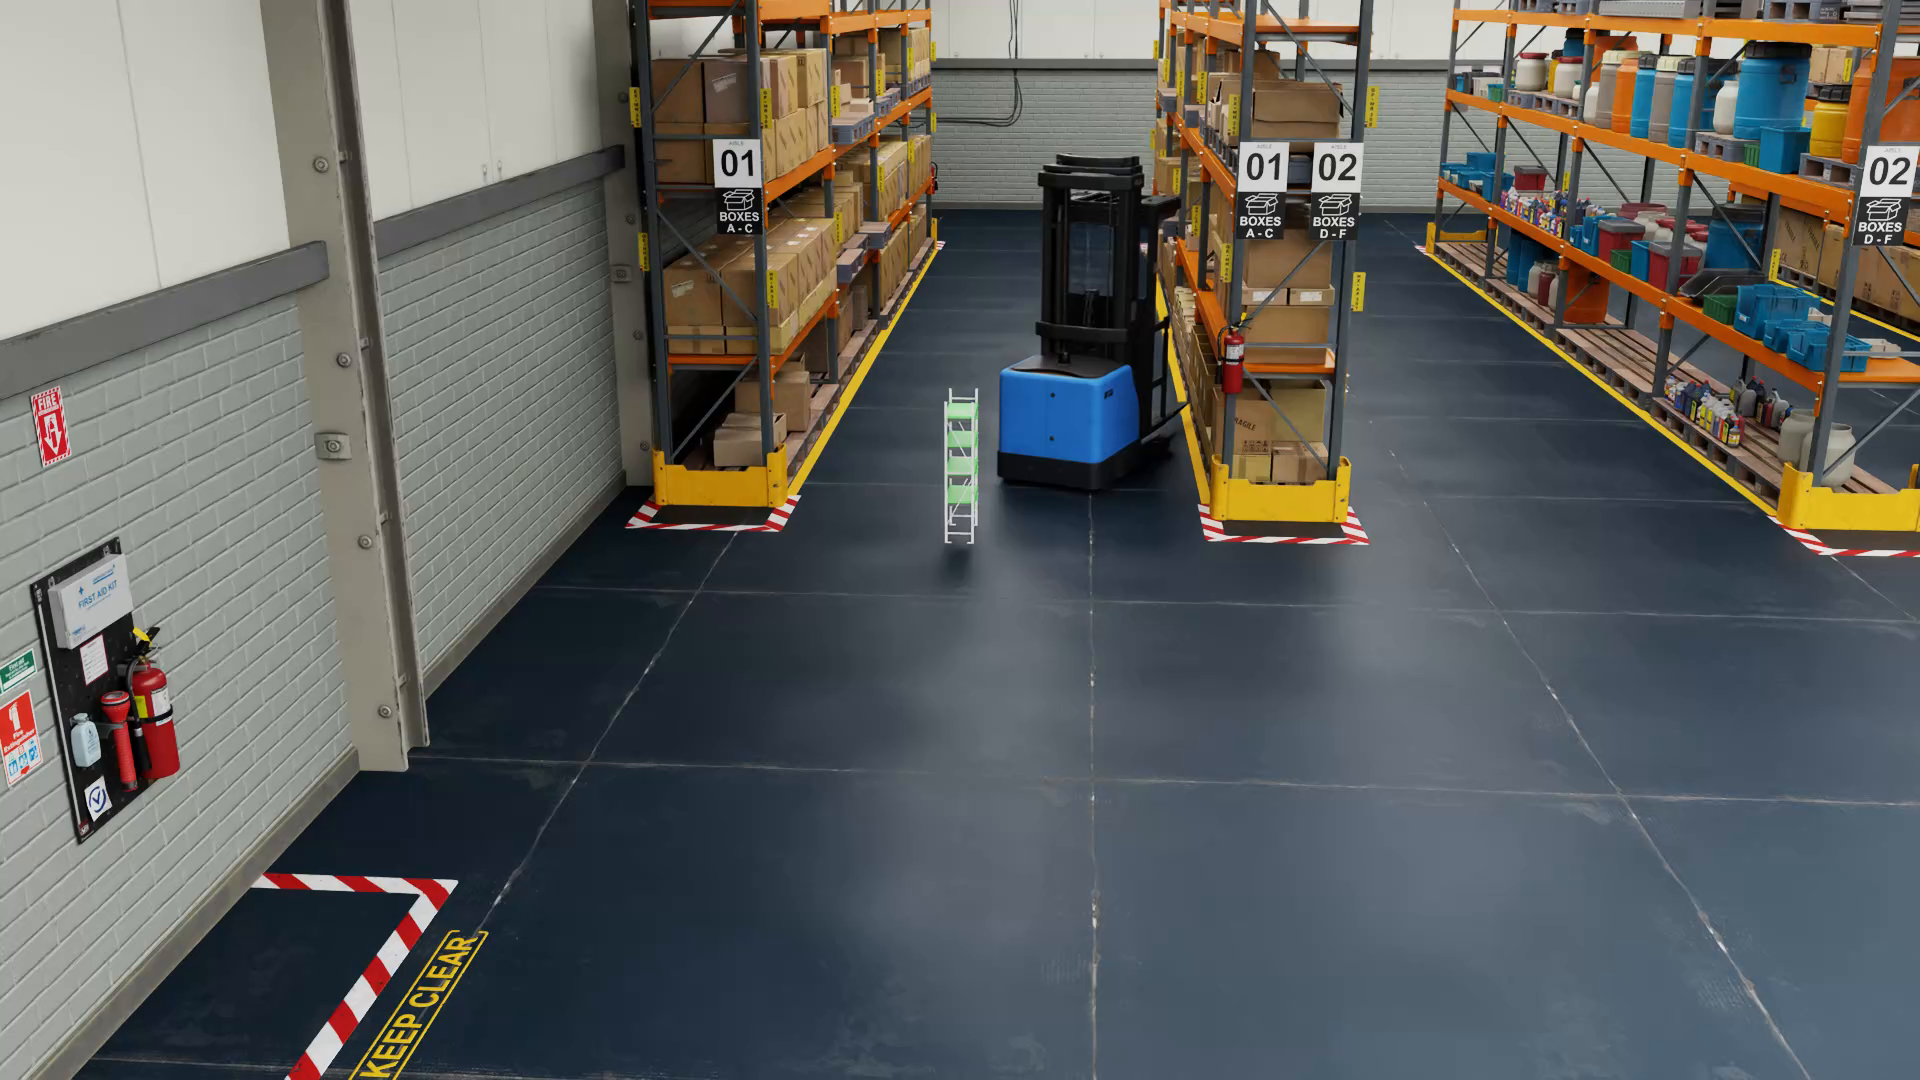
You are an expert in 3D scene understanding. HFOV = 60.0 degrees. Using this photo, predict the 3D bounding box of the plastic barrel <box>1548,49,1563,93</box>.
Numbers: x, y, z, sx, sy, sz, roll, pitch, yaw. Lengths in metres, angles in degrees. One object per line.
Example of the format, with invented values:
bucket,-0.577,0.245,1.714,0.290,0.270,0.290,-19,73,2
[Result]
plastic barrel,8.721,-6.689,23.725,0.600,0.588,0.600,0,18,0

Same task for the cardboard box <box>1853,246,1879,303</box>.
cardboard box,13.435,-3.865,23.639,1.225,0.875,0.875,1,18,2

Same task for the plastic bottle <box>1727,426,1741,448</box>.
plastic bottle,7.418,-0.995,15.930,0.097,0.201,0.097,0,18,0

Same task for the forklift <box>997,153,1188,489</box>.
forklift,1.452,-2.268,16.138,1.130,2.935,3.031,9,20,25

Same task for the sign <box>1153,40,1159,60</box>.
sign,3.389,-8.469,28.732,0.100,0.325,0.005,1,18,4

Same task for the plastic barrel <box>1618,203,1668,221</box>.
plastic barrel,8.566,-3.934,20.893,0.600,0.536,0.708,1,18,4

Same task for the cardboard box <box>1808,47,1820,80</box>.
cardboard box,13.743,-7.442,26.006,0.700,0.500,0.500,2,18,6

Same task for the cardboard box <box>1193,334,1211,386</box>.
cardboard box,2.697,-1.846,17.278,0.500,0.500,0.500,1,18,4

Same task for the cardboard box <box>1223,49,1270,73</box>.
cardboard box,3.172,-5.168,18.422,0.500,0.500,0.500,3,18,9

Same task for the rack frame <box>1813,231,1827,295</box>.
rack frame,13.524,-5.152,24.829,1.000,3.000,0.127,1,18,4

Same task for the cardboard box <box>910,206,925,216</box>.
cardboard box,-0.806,-5.703,28.808,0.380,0.149,0.250,2,18,5

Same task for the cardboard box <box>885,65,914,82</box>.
cardboard box,-0.985,-7.294,25.953,0.500,0.250,0.500,1,18,4

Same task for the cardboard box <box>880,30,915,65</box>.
cardboard box,-0.966,-7.656,25.856,0.500,0.500,0.500,1,18,3

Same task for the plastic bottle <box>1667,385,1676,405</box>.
plastic bottle,7.543,-1.536,17.582,0.097,0.201,0.097,0,18,0

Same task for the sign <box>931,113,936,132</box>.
sign,-0.470,-7.372,29.365,0.100,0.325,0.005,1,18,4

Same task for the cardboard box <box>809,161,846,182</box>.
cardboard box,-1.810,-4.943,22.315,0.500,0.250,0.500,2,18,5

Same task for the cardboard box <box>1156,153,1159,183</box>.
cardboard box,3.565,-6.216,27.915,0.500,0.500,0.500,1,18,4

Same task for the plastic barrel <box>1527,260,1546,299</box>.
plastic barrel,8.348,-3.718,23.773,0.421,0.512,0.421,0,18,0

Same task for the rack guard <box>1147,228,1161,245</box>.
rack guard,3.925,-5.405,29.616,1.175,0.500,0.348,1,18,4

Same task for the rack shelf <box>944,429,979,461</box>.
rack shelf,0.012,-0.789,13.838,0.258,0.148,0.480,1,18,4

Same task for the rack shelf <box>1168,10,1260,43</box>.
rack shelf,3.501,-7.072,22.851,1.077,0.370,4.000,1,18,4

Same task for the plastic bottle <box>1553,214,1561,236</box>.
plastic bottle,7.918,-4.172,22.024,0.061,0.283,0.133,1,18,4

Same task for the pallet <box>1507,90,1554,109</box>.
pallet,8.626,-6.352,23.979,1.213,0.211,1.003,1,18,4

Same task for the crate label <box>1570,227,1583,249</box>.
crate label,7.893,-3.818,21.027,0.303,0.233,0.416,1,18,4

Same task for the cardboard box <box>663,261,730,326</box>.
cardboard box,-2.336,-2.202,14.832,0.500,0.500,0.500,1,18,3

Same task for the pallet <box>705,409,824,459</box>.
pallet,-1.968,-1.085,16.894,1.003,0.211,1.213,1,18,4

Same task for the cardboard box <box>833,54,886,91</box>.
cardboard box,-1.445,-6.720,23.931,0.700,0.500,0.500,1,18,3

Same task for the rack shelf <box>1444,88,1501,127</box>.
rack shelf,8.728,-6.967,26.707,1.077,0.370,4.000,1,18,4

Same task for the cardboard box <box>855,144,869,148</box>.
cardboard box,-1.621,-5.739,24.745,0.500,0.250,0.500,1,18,5

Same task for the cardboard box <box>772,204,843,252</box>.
cardboard box,-1.753,-3.586,19.183,0.700,0.500,0.500,3,18,10

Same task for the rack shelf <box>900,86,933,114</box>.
rack shelf,-1.154,-7.188,27.381,1.077,0.370,4.000,1,18,4

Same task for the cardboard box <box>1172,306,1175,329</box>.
cardboard box,3.027,-2.869,21.602,0.500,0.250,0.500,1,18,4

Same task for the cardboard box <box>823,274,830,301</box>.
cardboard box,-1.646,-2.629,17.337,0.500,0.250,0.500,1,18,4

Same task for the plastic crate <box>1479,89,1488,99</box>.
plastic crate,8.296,-6.966,25.971,0.293,0.136,0.466,1,18,4

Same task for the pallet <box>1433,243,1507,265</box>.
pallet,8.773,-4.924,28.612,1.003,0.211,1.213,1,18,4

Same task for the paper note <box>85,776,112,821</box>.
paper note,-3.697,1.109,7.137,0.016,0.148,0.142,1,18,4

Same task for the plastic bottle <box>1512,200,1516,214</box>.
plastic bottle,8.102,-4.854,24.237,0.097,0.201,0.097,0,18,0

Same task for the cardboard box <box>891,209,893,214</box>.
cardboard box,-1.174,-4.869,24.336,0.380,0.149,0.250,1,18,2

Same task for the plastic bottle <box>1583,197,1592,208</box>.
plastic bottle,8.766,-4.604,23.236,0.144,0.351,0.185,1,18,4

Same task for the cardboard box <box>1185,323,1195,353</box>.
cardboard box,2.845,-2.343,19.097,0.500,0.311,0.500,2,18,5

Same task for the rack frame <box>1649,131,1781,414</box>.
rack frame,8.011,-2.778,17.583,1.000,3.000,0.127,1,18,4

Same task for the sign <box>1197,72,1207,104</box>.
sign,2.528,-4.719,17.355,0.100,0.325,0.005,1,18,4

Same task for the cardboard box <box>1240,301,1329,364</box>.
cardboard box,2.830,-1.839,14.559,0.700,0.500,0.500,1,18,4

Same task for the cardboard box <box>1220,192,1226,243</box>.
cardboard box,3.010,-3.259,16.807,0.700,0.500,0.500,1,18,4

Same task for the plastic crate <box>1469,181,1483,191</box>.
plastic crate,8.409,-5.713,26.869,0.293,0.136,0.466,1,18,4

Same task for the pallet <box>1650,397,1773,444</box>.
pallet,7.921,-1.245,17.384,1.003,0.211,1.213,1,18,4

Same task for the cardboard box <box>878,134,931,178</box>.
cardboard box,-1.037,-6.710,29.101,0.980,0.700,0.700,2,18,6

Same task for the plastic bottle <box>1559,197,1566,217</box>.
plastic bottle,8.690,-4.799,23.957,0.097,0.271,0.097,0,18,0

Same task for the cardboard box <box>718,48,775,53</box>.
cardboard box,-2.191,-4.811,17.172,0.500,0.500,0.500,2,18,5

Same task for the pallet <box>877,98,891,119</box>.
pallet,-1.591,-5.778,22.226,1.213,0.211,1.003,2,18,6

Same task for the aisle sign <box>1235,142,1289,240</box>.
aisle sign,2.486,-2.869,13.686,0.394,0.787,0.004,1,18,4

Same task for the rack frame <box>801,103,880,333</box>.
rack frame,-1.584,-4.241,22.050,1.000,3.000,0.127,1,18,4

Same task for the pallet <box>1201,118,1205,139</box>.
pallet,3.121,-4.498,18.324,0.805,0.209,1.217,1,18,2

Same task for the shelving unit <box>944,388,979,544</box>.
shelving unit,0.012,-0.622,13.893,0.258,1.200,0.503,1,18,4
